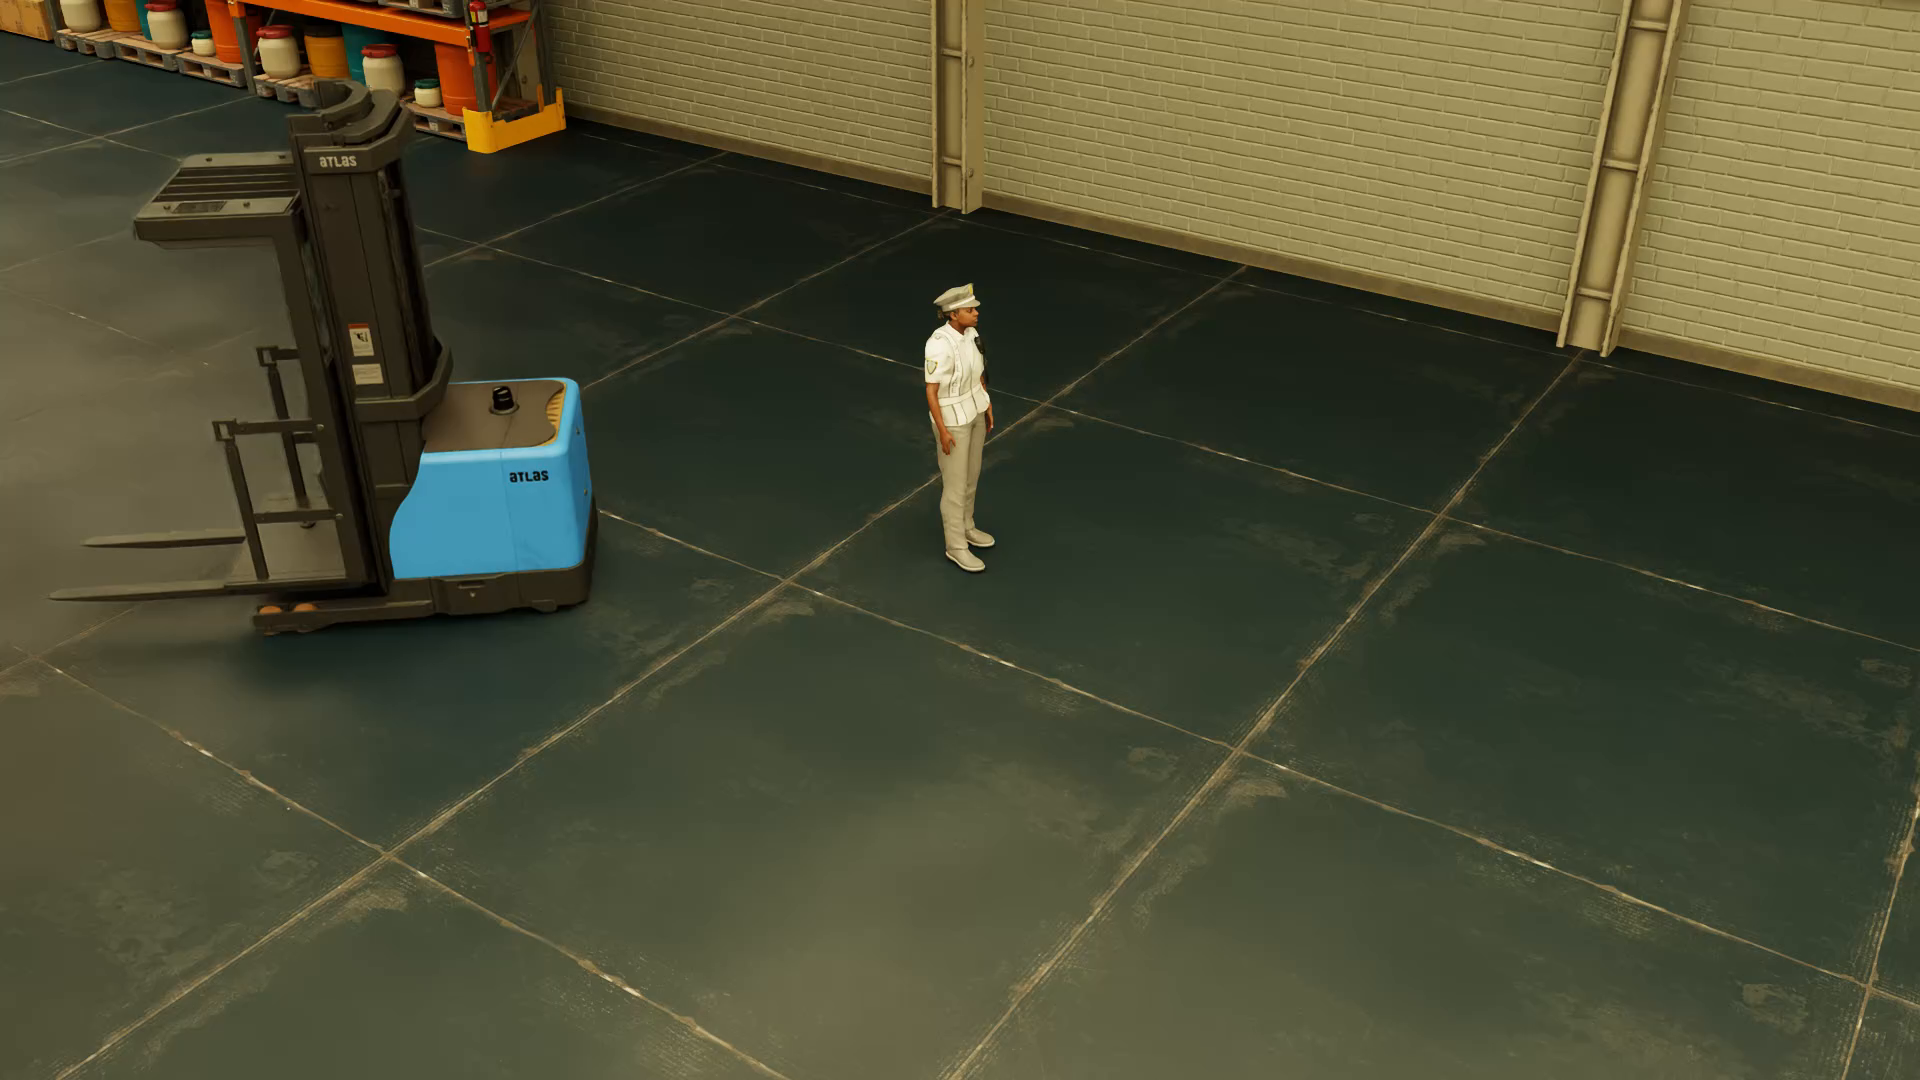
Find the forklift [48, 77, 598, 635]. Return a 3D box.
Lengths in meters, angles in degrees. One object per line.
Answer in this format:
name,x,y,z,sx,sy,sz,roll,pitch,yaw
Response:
forklift,-3.741,-1.002,9.308,3.031,2.935,1.130,-4,30,-6

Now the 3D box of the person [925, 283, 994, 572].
person,0.051,-0.708,10.021,0.530,1.692,0.569,19,35,29
